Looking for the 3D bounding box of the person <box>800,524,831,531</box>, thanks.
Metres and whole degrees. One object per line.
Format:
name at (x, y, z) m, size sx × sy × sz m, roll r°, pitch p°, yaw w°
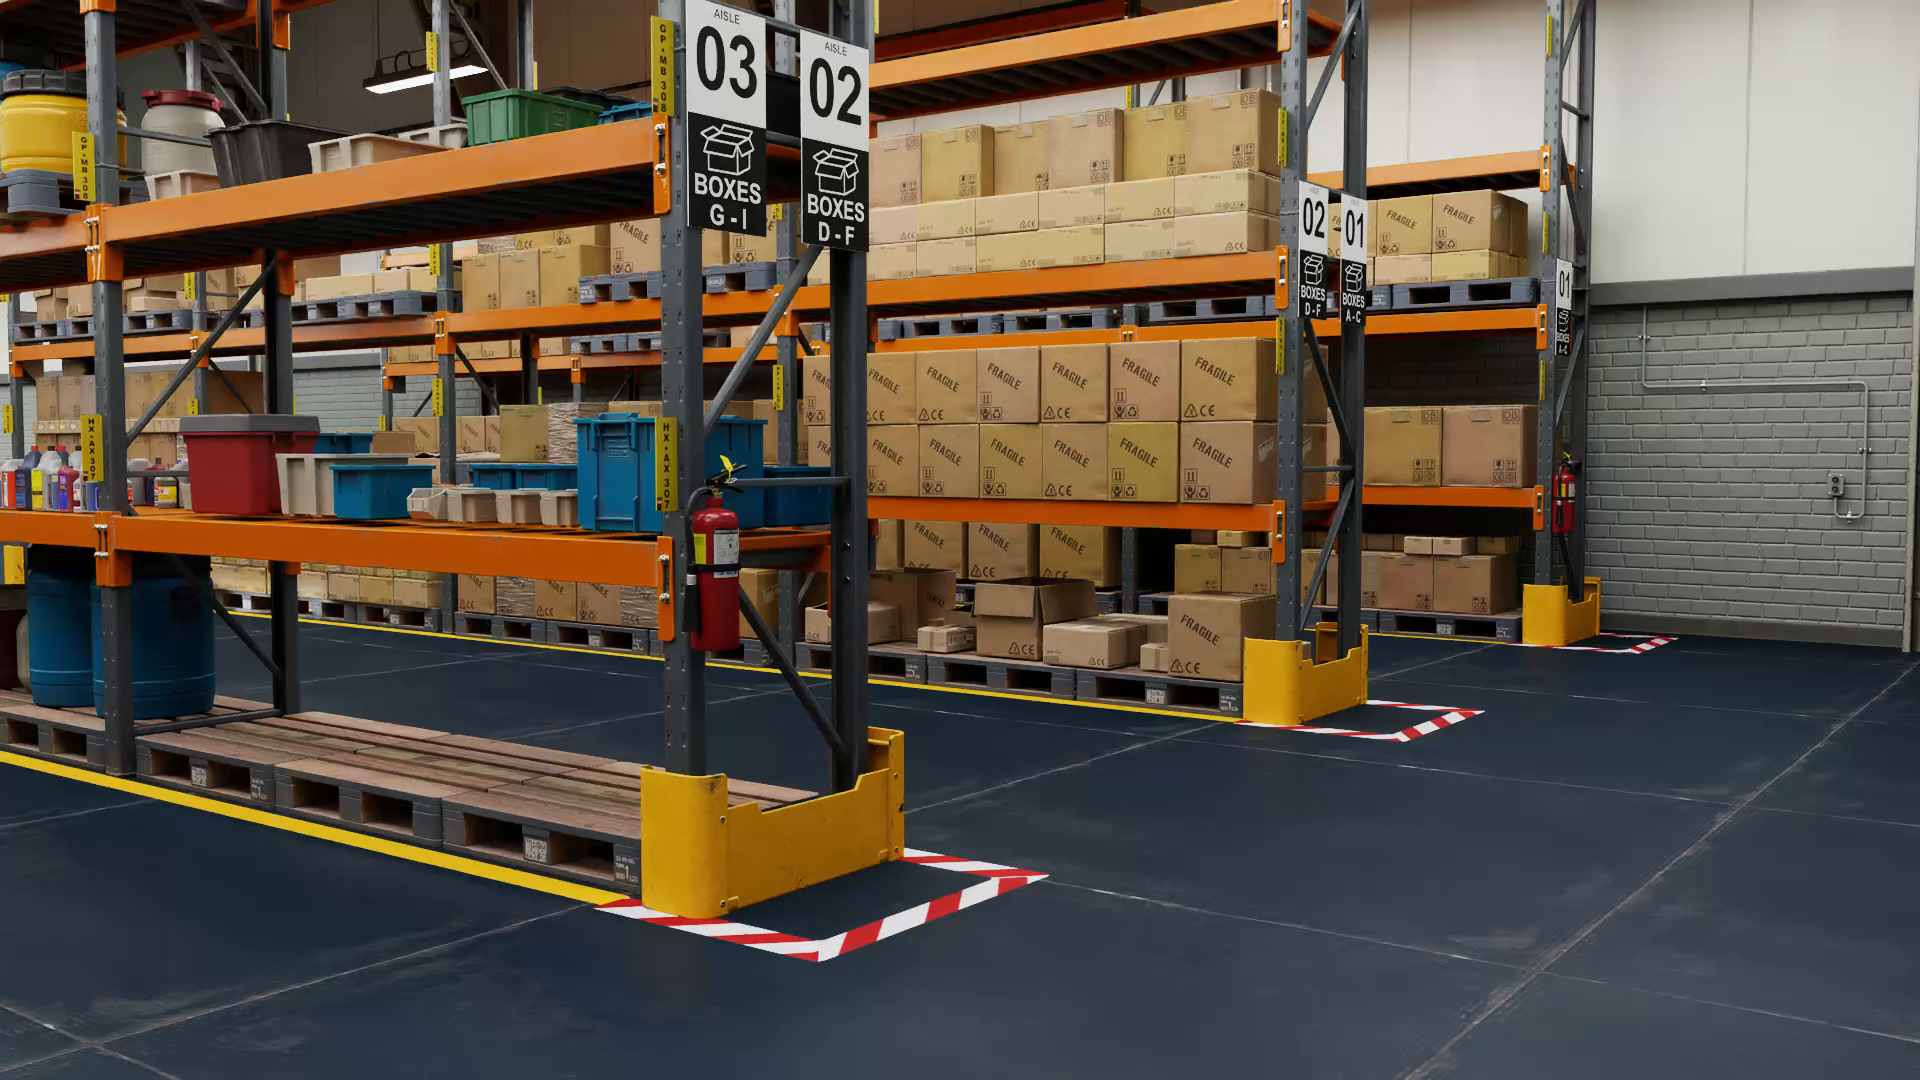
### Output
person at (-1.581, -0.200, 17.142) m, size 0.572 × 1.725 × 0.925 m, roll -2°, pitch 4°, yaw -35°
